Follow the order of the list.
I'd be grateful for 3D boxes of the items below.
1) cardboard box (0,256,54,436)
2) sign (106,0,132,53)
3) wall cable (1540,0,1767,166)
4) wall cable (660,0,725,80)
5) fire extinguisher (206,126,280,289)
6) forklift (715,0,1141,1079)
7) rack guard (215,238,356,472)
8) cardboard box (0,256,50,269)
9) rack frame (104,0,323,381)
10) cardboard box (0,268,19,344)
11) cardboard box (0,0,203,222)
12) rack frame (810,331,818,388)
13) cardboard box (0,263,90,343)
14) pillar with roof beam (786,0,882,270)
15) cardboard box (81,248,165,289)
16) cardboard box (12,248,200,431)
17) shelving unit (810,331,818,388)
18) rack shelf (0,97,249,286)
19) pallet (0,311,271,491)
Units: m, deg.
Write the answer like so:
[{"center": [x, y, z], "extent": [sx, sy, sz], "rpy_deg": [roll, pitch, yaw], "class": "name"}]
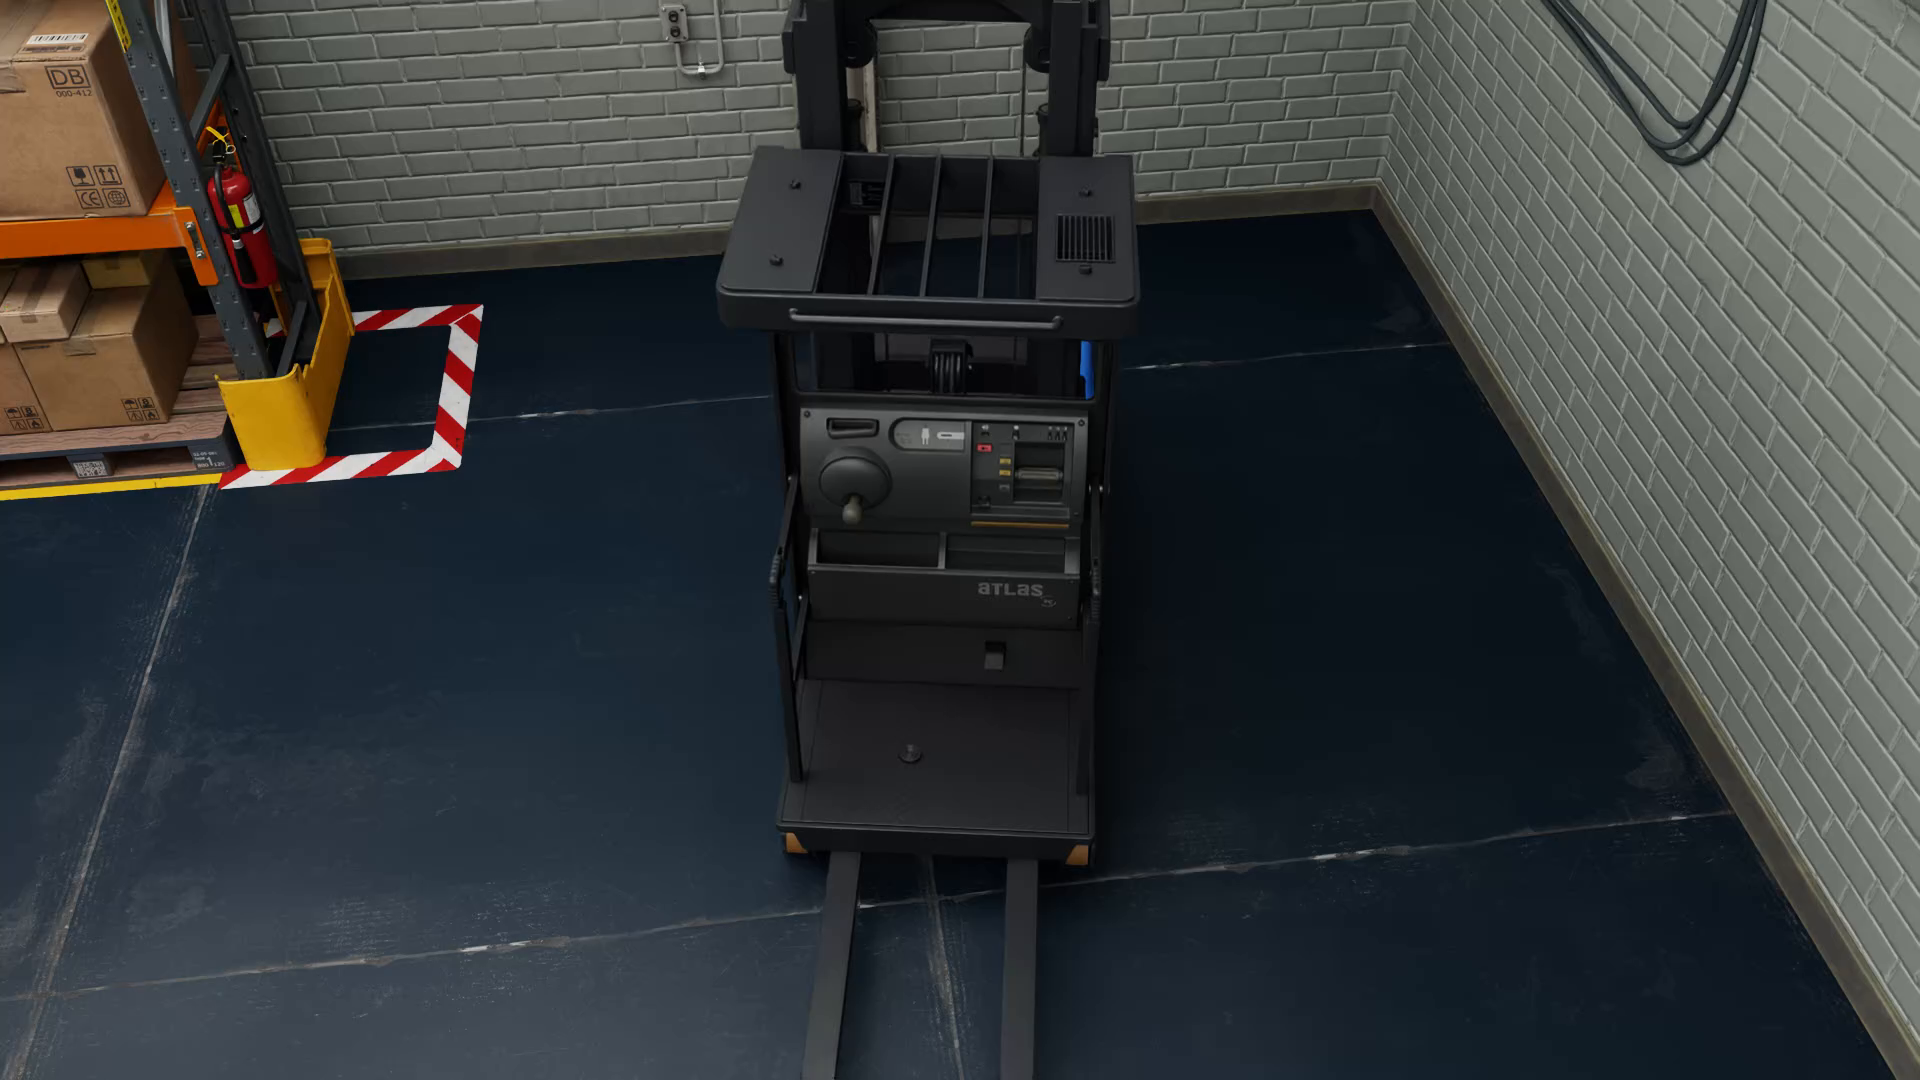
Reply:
[{"center": [-4.370, -0.880, 7.538], "extent": [0.500, 0.500, 0.700], "rpy_deg": [-5, 42, -6], "class": "cardboard box"}, {"center": [-3.136, -1.979, 6.163], "extent": [0.005, 0.325, 0.100], "rpy_deg": [-5, 42, -6], "class": "sign"}, {"center": [2.462, -3.151, 6.343], "extent": [0.112, 2.526, 3.097], "rpy_deg": [-5, 42, -6], "class": "wall cable"}, {"center": [-2.046, -2.939, 7.511], "extent": [1.851, 1.984, 0.084], "rpy_deg": [-5, 42, -6], "class": "wall cable"}, {"center": [-2.983, -1.362, 6.857], "extent": [0.183, 0.674, 0.296], "rpy_deg": [-5, 42, -6], "class": "fire extinguisher"}, {"center": [-0.062, -0.153, 5.232], "extent": [1.130, 2.935, 3.031], "rpy_deg": [2, 42, 2], "class": "forklift"}, {"center": [-3.169, -0.897, 7.871], "extent": [0.348, 0.500, 1.175], "rpy_deg": [-5, 42, -6], "class": "rack guard"}, {"center": [-4.278, -1.263, 7.479], "extent": [0.250, 0.149, 0.380], "rpy_deg": [-5, 42, -5], "class": "cardboard box"}, {"center": [-3.193, -1.823, 7.031], "extent": [0.127, 3.000, 1.000], "rpy_deg": [-5, 42, -6], "class": "rack frame"}, {"center": [-4.231, -1.009, 7.198], "extent": [0.250, 0.149, 0.380], "rpy_deg": [-4, 42, -4], "class": "cardboard box"}, {"center": [-3.697, -1.883, 6.874], "extent": [0.700, 0.700, 0.980], "rpy_deg": [-3, 42, -4], "class": "cardboard box"}, {"center": [-0.586, -0.838, 7.059], "extent": [0.032, 1.500, 0.500], "rpy_deg": [1, 42, 1], "class": "rack frame"}, {"center": [-3.978, -1.032, 7.223], "extent": [0.250, 0.149, 0.380], "rpy_deg": [-5, 42, -6], "class": "cardboard box"}, {"center": [-0.070, -2.000, 2.749], "extent": [0.400, 9.000, 9.100], "rpy_deg": [-5, 42, -6], "class": "pillar with roof beam"}, {"center": [-3.776, -1.308, 7.529], "extent": [0.250, 0.149, 0.380], "rpy_deg": [-5, 42, -5], "class": "cardboard box"}, {"center": [-3.874, -0.923, 7.587], "extent": [0.500, 0.500, 0.700], "rpy_deg": [-5, 42, -6], "class": "cardboard box"}, {"center": [-0.069, -0.833, 7.053], "extent": [1.083, 1.500, 0.587], "rpy_deg": [1, 42, 1], "class": "shelving unit"}, {"center": [-5.176, -1.382, 7.080], "extent": [4.000, 0.370, 1.077], "rpy_deg": [-5, 42, -6], "class": "rack shelf"}, {"center": [-3.976, -0.666, 7.831], "extent": [1.213, 0.211, 1.003], "rpy_deg": [-5, 42, -6], "class": "pallet"}]
